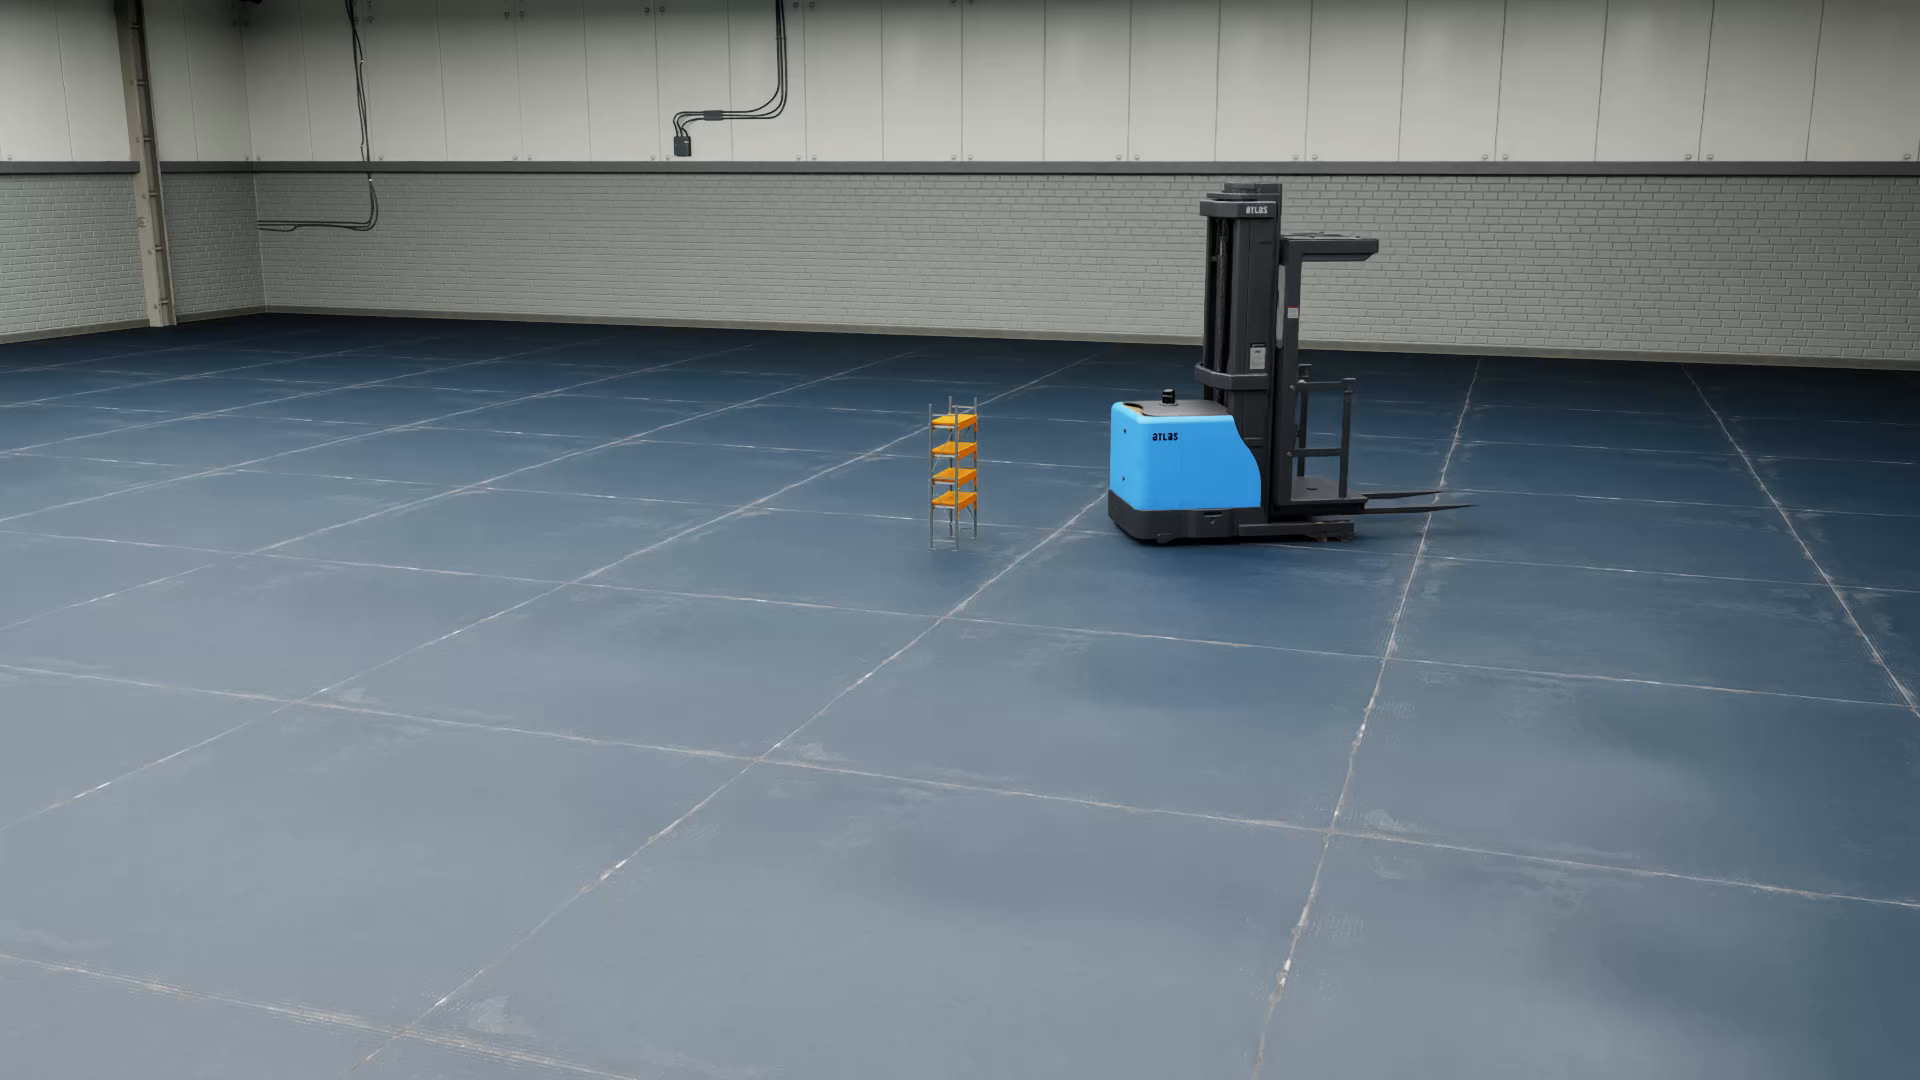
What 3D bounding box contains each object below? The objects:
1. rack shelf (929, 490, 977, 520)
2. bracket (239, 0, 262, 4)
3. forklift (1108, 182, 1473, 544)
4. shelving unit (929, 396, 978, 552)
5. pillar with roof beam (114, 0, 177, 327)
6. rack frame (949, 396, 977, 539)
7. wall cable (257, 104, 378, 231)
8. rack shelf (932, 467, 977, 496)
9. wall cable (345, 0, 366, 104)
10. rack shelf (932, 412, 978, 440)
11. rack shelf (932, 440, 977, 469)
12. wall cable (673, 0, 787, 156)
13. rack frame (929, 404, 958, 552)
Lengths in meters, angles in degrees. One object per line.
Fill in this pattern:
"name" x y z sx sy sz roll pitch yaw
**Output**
"rack shelf" -0.054 -0.291 13.761 0.258 0.148 0.480 4 14 18
"bracket" -14.187 -10.854 33.232 0.235 0.232 0.430 4 14 18
"forklift" 2.861 -1.530 14.106 3.031 2.935 1.130 -2 13 -9
"shelving unit" -0.054 -0.550 13.702 0.258 1.200 0.503 4 14 18
"pillar with roof beam" -11.351 -8.229 29.817 9.100 9.000 0.548 4 14 18
"rack frame" 0.025 -0.601 13.927 0.240 1.200 0.015 4 14 18
"wall cable" -13.220 -7.550 33.821 3.097 2.526 0.112 4 14 18
"rack shelf" -0.054 -0.485 13.717 0.258 0.148 0.480 4 14 18
"wall cable" -10.660 -9.817 32.406 3.097 2.526 0.112 4 14 18
"rack shelf" -0.054 -0.933 13.614 0.258 0.148 0.480 4 14 18
"rack shelf" -0.054 -0.703 13.667 0.258 0.148 0.480 4 14 18
"wall cable" -4.242 -10.035 30.088 2.305 6.003 0.169 4 14 18
"rack frame" -0.133 -0.499 13.477 0.240 1.200 0.015 4 14 18
